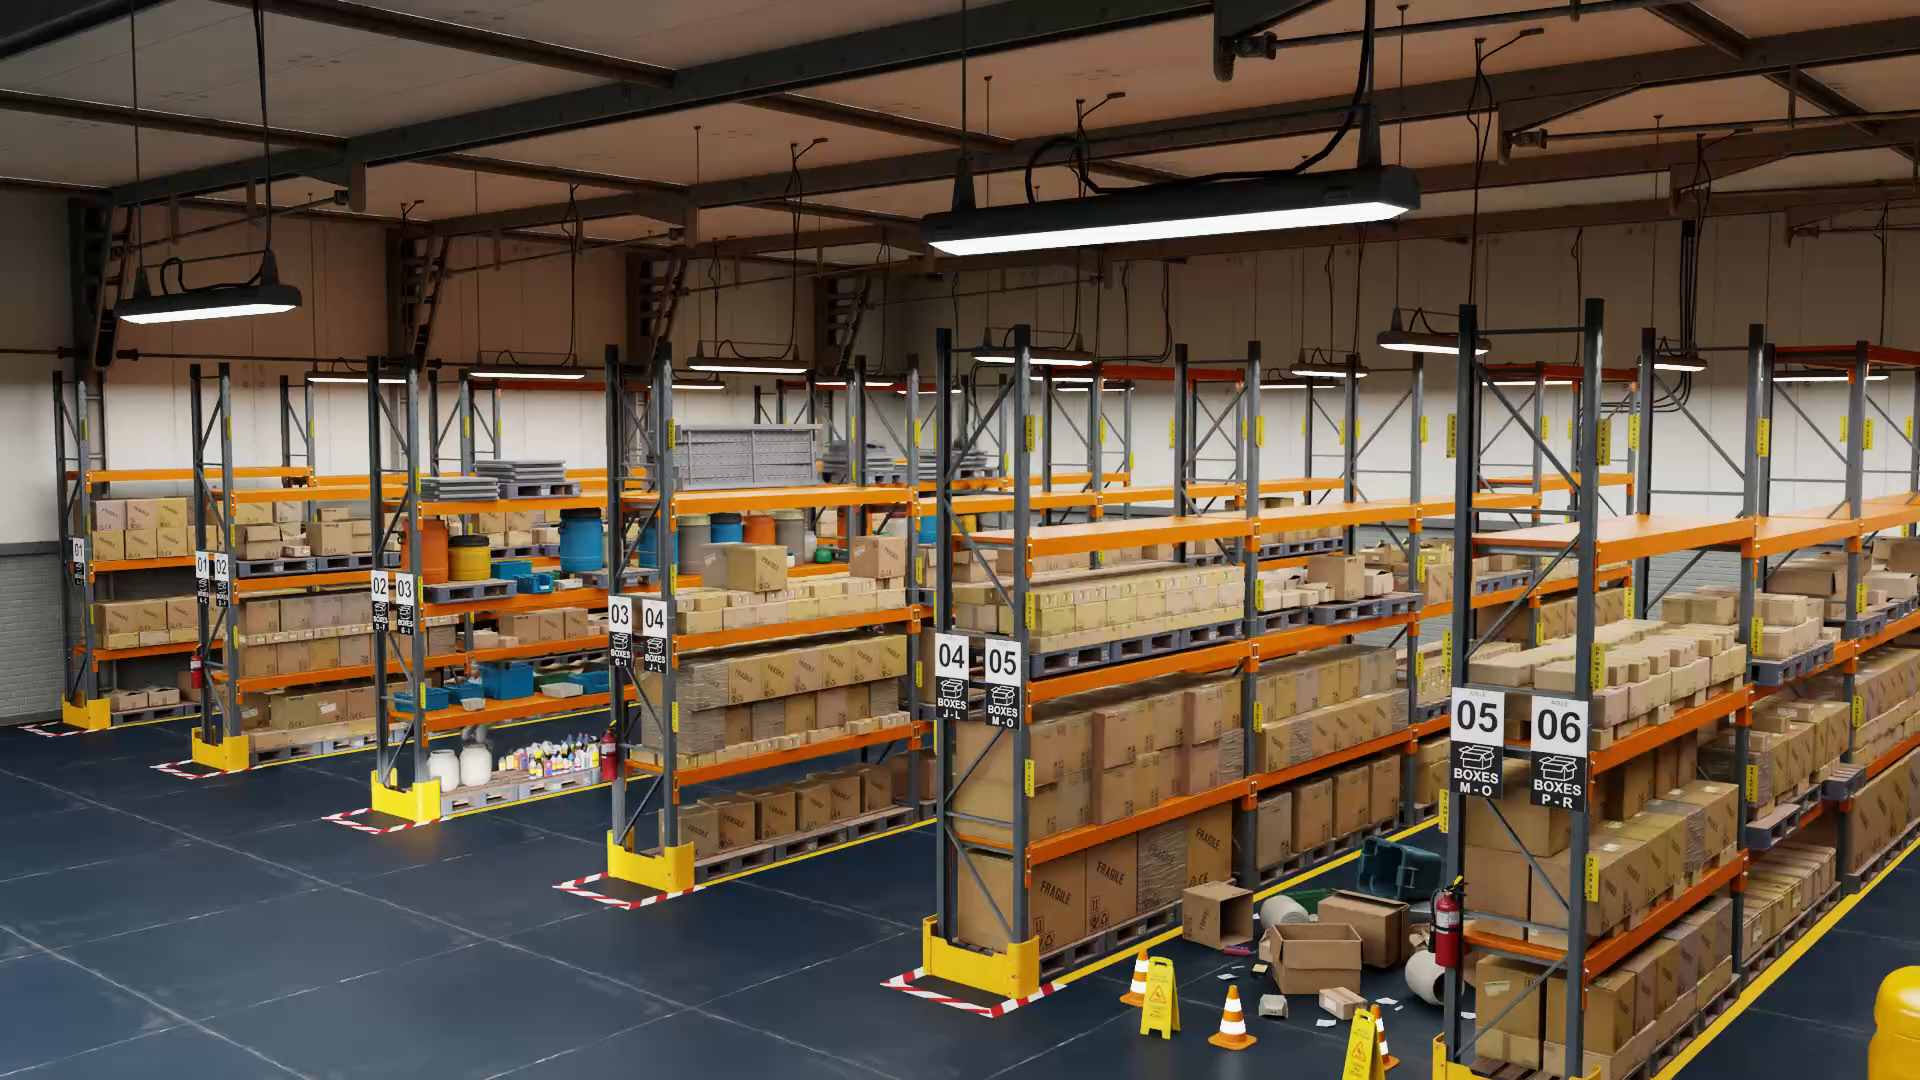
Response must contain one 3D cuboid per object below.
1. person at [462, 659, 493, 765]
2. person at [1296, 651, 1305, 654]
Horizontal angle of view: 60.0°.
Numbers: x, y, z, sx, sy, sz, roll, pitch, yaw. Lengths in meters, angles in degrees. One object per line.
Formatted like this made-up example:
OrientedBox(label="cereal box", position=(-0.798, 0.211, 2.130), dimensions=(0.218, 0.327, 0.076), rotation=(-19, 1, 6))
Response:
OrientedBox(label="person", position=(-7.143, 2.574, 24.581), dimensions=(0.602, 1.645, 0.575), rotation=(2, 5, 29))
OrientedBox(label="person", position=(5.051, 2.506, 24.491), dimensions=(0.690, 1.771, 1.042), rotation=(3, 5, 35))
